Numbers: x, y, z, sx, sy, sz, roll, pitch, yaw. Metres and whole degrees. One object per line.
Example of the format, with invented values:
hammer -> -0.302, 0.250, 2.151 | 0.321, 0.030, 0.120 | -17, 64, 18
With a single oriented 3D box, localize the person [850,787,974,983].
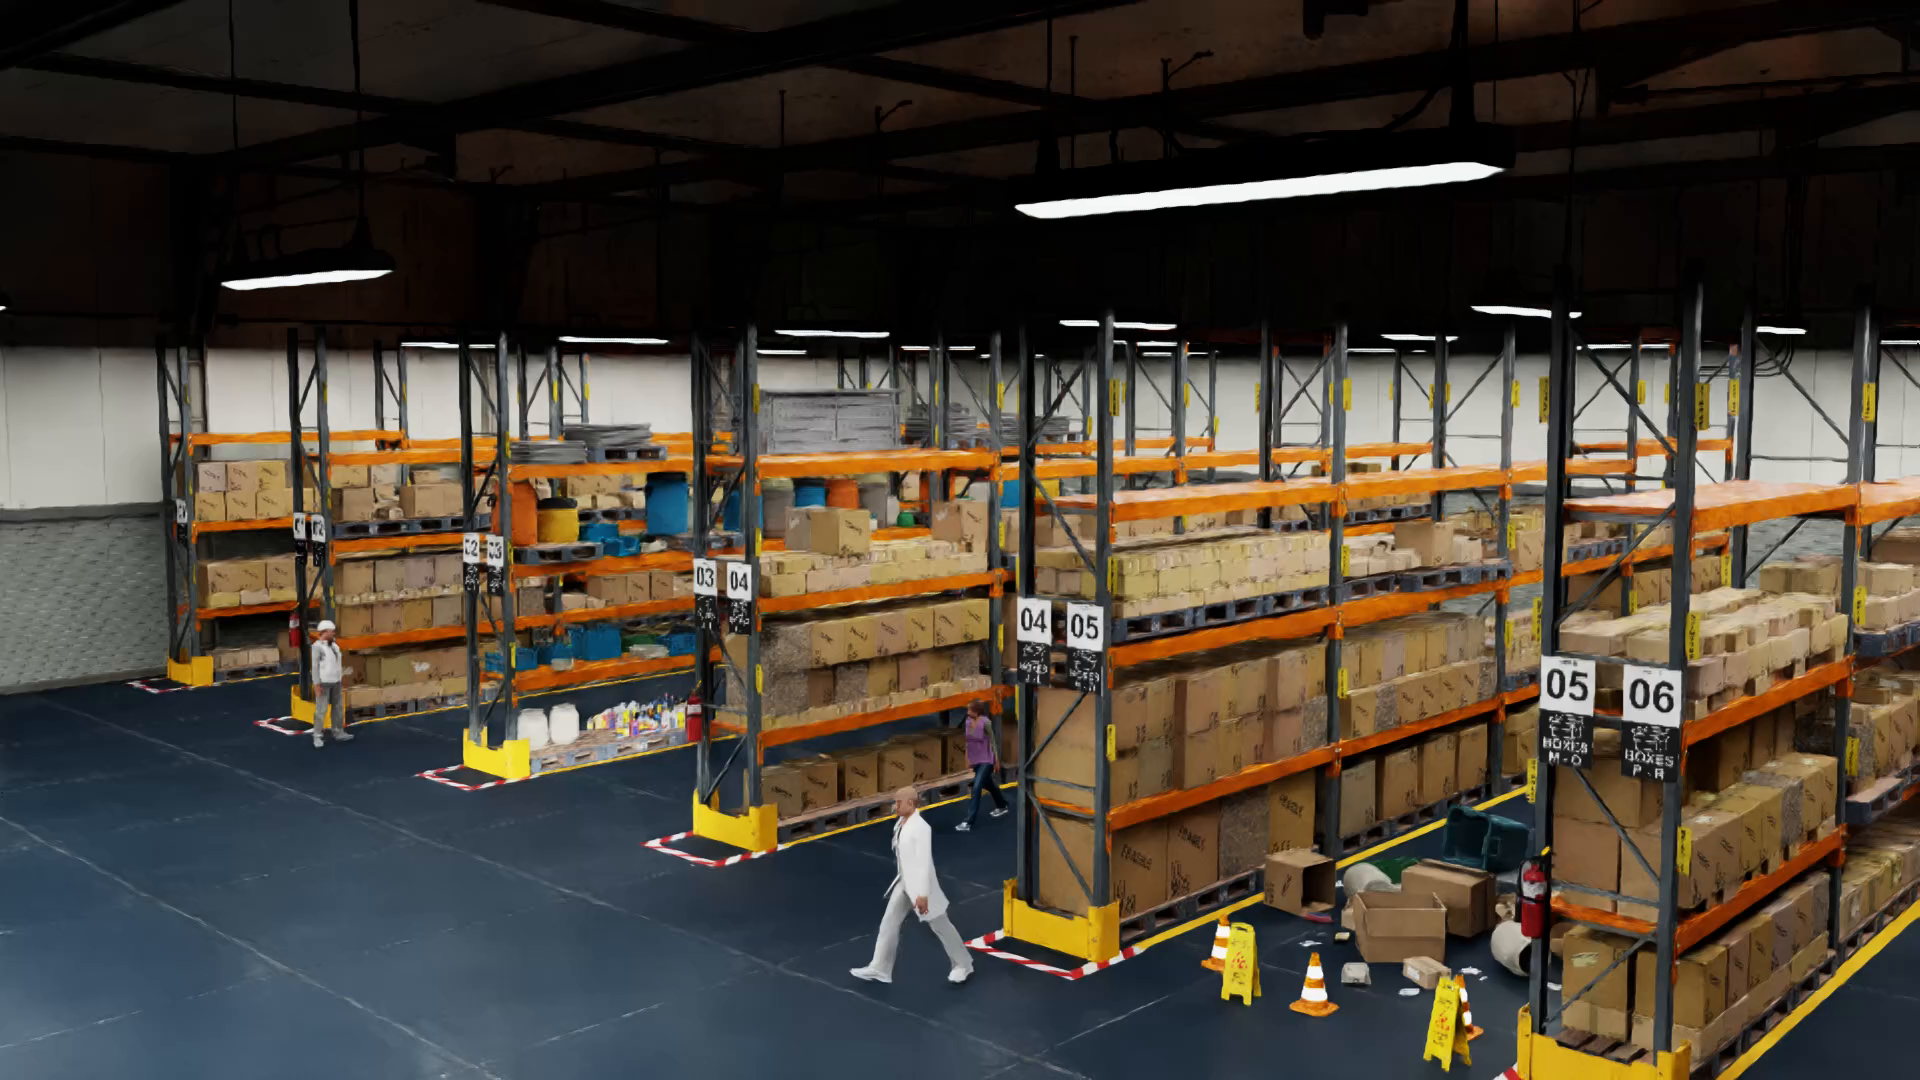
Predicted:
person -> -0.384, 2.970, 14.305 | 1.043, 1.736, 0.629 | -2, 6, -25

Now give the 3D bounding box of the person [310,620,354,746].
person -> -9.021, 2.032, 23.825 | 0.463, 1.774, 0.598 | 1, 6, 15

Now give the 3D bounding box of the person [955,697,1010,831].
person -> 0.229, 2.581, 19.413 | 1.037, 1.504, 0.417 | -5, 7, -44
